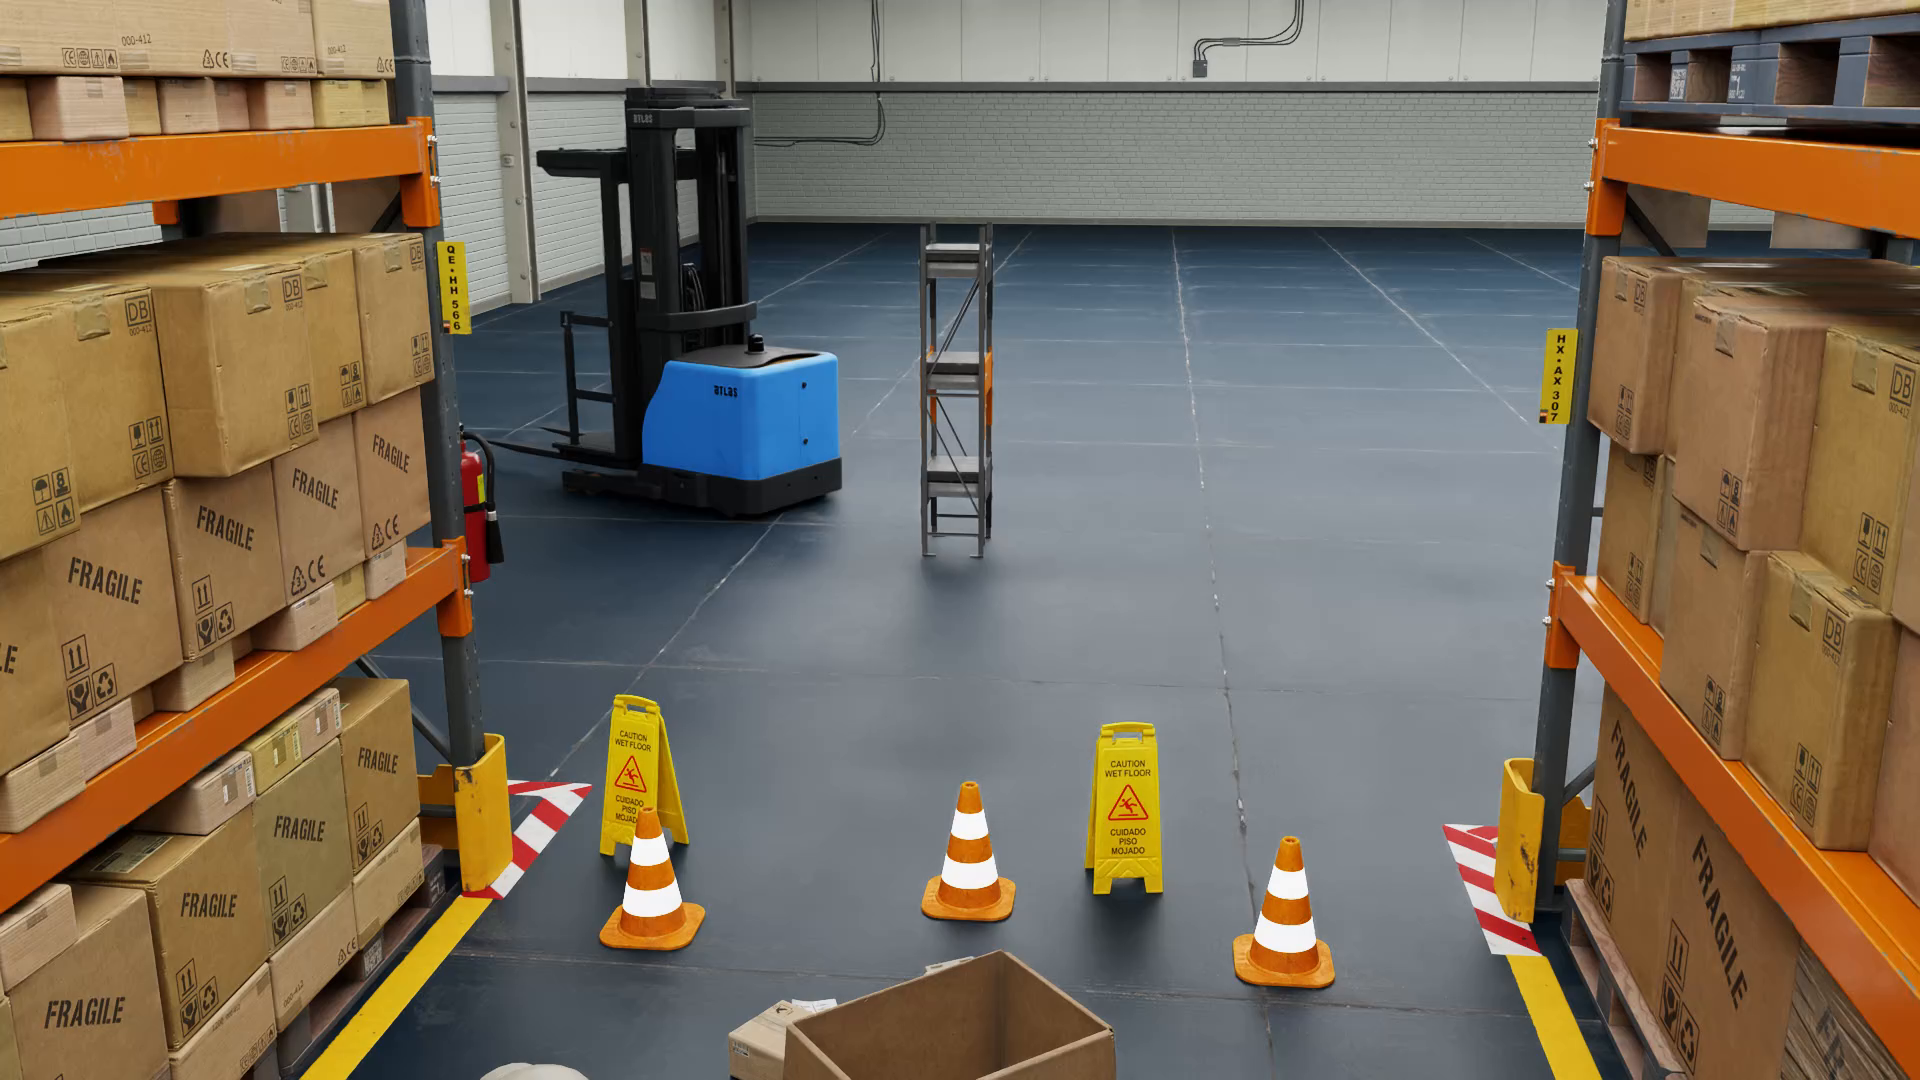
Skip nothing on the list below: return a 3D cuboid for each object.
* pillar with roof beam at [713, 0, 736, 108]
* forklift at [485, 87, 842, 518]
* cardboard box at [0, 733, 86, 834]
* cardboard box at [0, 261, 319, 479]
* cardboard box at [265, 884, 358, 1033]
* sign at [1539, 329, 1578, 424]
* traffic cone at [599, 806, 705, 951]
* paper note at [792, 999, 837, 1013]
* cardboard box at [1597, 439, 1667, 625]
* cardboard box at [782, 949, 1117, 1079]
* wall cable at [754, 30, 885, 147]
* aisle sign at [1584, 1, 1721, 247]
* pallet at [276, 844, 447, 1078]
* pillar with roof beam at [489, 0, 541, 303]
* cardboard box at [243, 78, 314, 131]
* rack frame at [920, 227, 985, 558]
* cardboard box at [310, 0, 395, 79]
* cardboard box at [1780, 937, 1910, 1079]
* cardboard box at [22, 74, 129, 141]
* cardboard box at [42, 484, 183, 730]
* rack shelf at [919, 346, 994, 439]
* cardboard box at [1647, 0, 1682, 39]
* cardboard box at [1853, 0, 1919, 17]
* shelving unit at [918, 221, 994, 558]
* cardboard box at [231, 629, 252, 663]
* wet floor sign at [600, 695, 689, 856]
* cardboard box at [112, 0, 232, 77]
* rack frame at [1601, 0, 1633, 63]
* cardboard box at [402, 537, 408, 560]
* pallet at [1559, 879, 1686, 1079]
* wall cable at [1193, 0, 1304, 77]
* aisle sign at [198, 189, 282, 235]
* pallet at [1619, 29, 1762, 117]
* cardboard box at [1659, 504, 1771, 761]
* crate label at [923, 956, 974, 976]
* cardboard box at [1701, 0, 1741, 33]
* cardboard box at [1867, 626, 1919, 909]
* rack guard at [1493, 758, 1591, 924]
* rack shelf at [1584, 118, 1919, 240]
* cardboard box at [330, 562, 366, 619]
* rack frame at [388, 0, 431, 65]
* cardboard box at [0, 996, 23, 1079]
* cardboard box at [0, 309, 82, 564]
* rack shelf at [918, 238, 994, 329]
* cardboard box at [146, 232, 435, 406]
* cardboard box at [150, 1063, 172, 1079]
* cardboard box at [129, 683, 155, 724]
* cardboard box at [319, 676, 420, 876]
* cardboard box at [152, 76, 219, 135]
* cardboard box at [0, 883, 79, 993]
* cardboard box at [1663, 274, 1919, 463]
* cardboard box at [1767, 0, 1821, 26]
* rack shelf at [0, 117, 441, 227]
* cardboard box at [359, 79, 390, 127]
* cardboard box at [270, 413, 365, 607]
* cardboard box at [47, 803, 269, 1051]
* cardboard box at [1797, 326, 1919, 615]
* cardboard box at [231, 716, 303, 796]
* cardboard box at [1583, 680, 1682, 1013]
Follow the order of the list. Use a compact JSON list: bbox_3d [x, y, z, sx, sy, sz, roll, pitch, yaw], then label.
[{"bbox_3d":[-0.585,-10.743,33.654,9.100,9.000,0.400,2,15,6],"label":"pillar with roof beam"},{"bbox_3d":[-2.377,-1.847,12.379,3.031,2.935,1.130,10,18,33],"label":"forklift"},{"bbox_3d":[-2.284,0.553,3.853,0.380,0.149,0.250,2,15,7],"label":"cardboard box"},{"bbox_3d":[-2.202,-0.471,4.482,0.700,0.500,0.500,2,15,6],"label":"cardboard box"},{"bbox_3d":[-2.231,1.274,5.167,0.500,0.250,0.500,2,15,6],"label":"cardboard box"},{"bbox_3d":[2.038,-0.557,5.664,0.100,0.325,0.005,2,15,6],"label":"sign"},{"bbox_3d":[-1.108,1.172,5.942,0.336,0.463,0.334,2,15,6],"label":"traffic cone"},{"bbox_3d":[-0.470,1.535,5.427,0.148,0.019,0.142,-4,16,-13],"label":"paper note"},{"bbox_3d":[2.592,-0.057,5.341,0.875,0.550,0.550,2,15,6],"label":"cardboard box"},{"bbox_3d":[-0.024,1.533,4.529,0.797,0.503,0.637,-10,18,-32],"label":"cardboard box"},{"bbox_3d":[-3.216,-10.096,37.210,3.097,2.526,0.112,2,15,6],"label":"wall cable"},{"bbox_3d":[2.299,-1.365,5.483,0.394,0.787,0.004,2,15,6],"label":"aisle sign"},{"bbox_3d":[-2.476,1.373,5.679,1.003,0.211,1.213,2,15,6],"label":"pallet"},{"bbox_3d":[-1.939,-7.631,22.144,9.100,9.000,0.400,2,15,6],"label":"pillar with roof beam"},{"bbox_3d":[-2.163,-1.295,4.939,0.380,0.149,0.250,2,15,8],"label":"cardboard box"},{"bbox_3d":[-0.046,-0.907,10.495,0.400,2.100,0.015,2,15,6],"label":"rack frame"},{"bbox_3d":[-2.131,-1.581,5.232,0.500,0.250,0.500,2,15,6],"label":"cardboard box"},{"bbox_3d":[2.376,1.383,3.568,0.875,0.875,0.875,2,15,7],"label":"cardboard box"},{"bbox_3d":[-2.232,-1.029,3.954,0.380,0.149,0.250,2,15,6],"label":"cardboard box"},{"bbox_3d":[-2.325,0.145,4.118,0.500,0.500,0.500,2,15,7],"label":"cardboard box"},{"bbox_3d":[-0.019,-0.957,10.733,0.431,0.518,0.480,2,15,6],"label":"rack shelf"},{"bbox_3d":[2.204,-1.515,4.756,0.380,0.149,0.250,2,15,7],"label":"cardboard box"},{"bbox_3d":[2.032,-1.123,3.306,0.380,0.149,0.250,2,15,6],"label":"cardboard box"},{"bbox_3d":[-0.019,-0.971,10.729,0.431,2.100,0.503,2,15,6],"label":"shelving unit"},{"bbox_3d":[-2.307,0.287,4.835,0.380,0.149,0.250,2,15,7],"label":"cardboard box"},{"bbox_3d":[-1.256,0.917,6.536,0.267,0.644,0.232,7,17,25],"label":"wet floor sign"},{"bbox_3d":[-2.243,-1.316,4.252,0.500,0.250,0.500,2,15,8],"label":"cardboard box"},{"bbox_3d":[2.589,-2.979,4.938,1.000,3.000,0.127,2,15,6],"label":"rack frame"},{"bbox_3d":[-2.171,0.022,5.814,0.380,0.149,0.250,2,15,8],"label":"cardboard box"},{"bbox_3d":[2.576,1.473,5.310,1.003,0.211,1.213,2,15,6],"label":"pallet"},{"bbox_3d":[6.215,-12.953,35.311,2.305,6.003,0.169,2,15,6],"label":"wall cable"},{"bbox_3d":[-2.642,-1.482,5.917,0.394,0.787,0.004,2,15,6],"label":"aisle sign"},{"bbox_3d":[2.516,-1.295,4.629,1.003,0.211,1.213,2,15,6],"label":"pallet"},{"bbox_3d":[2.364,0.227,4.287,0.875,0.550,0.550,2,15,6],"label":"cardboard box"},{"bbox_3d":[0.007,1.479,5.429,0.250,0.136,0.298,-6,16,-23],"label":"crate label"},{"bbox_3d":[2.147,-1.384,4.273,0.380,0.149,0.250,2,15,7],"label":"cardboard box"},{"bbox_3d":[2.385,0.506,3.255,0.875,0.550,0.550,2,15,6],"label":"cardboard box"},{"bbox_3d":[2.592,1.118,6.071,1.175,0.500,0.348,2,15,6],"label":"rack guard"},{"bbox_3d":[2.363,-0.665,3.505,1.077,0.370,4.000,2,15,6],"label":"rack shelf"},{"bbox_3d":[-2.139,0.157,5.316,0.380,0.149,0.250,1,15,5],"label":"cardboard box"},{"bbox_3d":[-2.341,-3.098,5.380,1.000,3.000,0.127,2,15,6],"label":"rack frame"},{"bbox_3d":[-2.409,1.314,3.584,0.500,0.500,0.500,2,15,9],"label":"cardboard box"},{"bbox_3d":[-2.364,-0.208,3.509,0.700,0.500,0.500,1,15,5],"label":"cardboard box"},{"bbox_3d":[-0.019,-1.633,10.550,0.431,0.518,0.480,2,15,6],"label":"rack shelf"},{"bbox_3d":[-2.182,-0.738,5.467,0.700,0.500,0.500,1,15,5],"label":"cardboard box"},{"bbox_3d":[-2.351,1.538,4.190,0.500,0.250,0.500,1,15,6],"label":"cardboard box"},{"bbox_3d":[-2.362,0.418,4.350,0.380,0.149,0.250,2,15,6],"label":"cardboard box"},{"bbox_3d":[-2.172,0.776,5.573,0.500,0.500,0.500,2,15,7],"label":"cardboard box"},{"bbox_3d":[-2.238,-1.165,4.459,0.380,0.149,0.250,2,15,6],"label":"cardboard box"},{"bbox_3d":[-2.300,0.906,3.850,0.380,0.149,0.250,3,15,9],"label":"cardboard box"},{"bbox_3d":[2.538,-0.436,4.671,0.875,0.550,0.550,2,15,6],"label":"cardboard box"},{"bbox_3d":[2.089,-1.254,3.790,0.380,0.149,0.250,2,15,6],"label":"cardboard box"},{"bbox_3d":[-2.567,-0.784,3.947,1.077,0.370,4.000,2,15,6],"label":"rack shelf"},{"bbox_3d":[-2.103,-1.428,5.432,0.380,0.149,0.250,2,15,7],"label":"cardboard box"},{"bbox_3d":[-2.189,-0.115,5.081,0.500,0.500,0.500,2,15,6],"label":"cardboard box"},{"bbox_3d":[-2.292,1.042,4.589,0.500,0.500,0.500,1,15,5],"label":"cardboard box"},{"bbox_3d":[2.409,-0.153,3.627,0.875,0.550,0.500,2,15,6],"label":"cardboard box"},{"bbox_3d":[-2.178,0.625,4.888,0.380,0.149,0.250,2,15,7],"label":"cardboard box"},{"bbox_3d":[2.578,0.918,5.286,0.875,0.875,0.875,2,15,7],"label":"cardboard box"}]
